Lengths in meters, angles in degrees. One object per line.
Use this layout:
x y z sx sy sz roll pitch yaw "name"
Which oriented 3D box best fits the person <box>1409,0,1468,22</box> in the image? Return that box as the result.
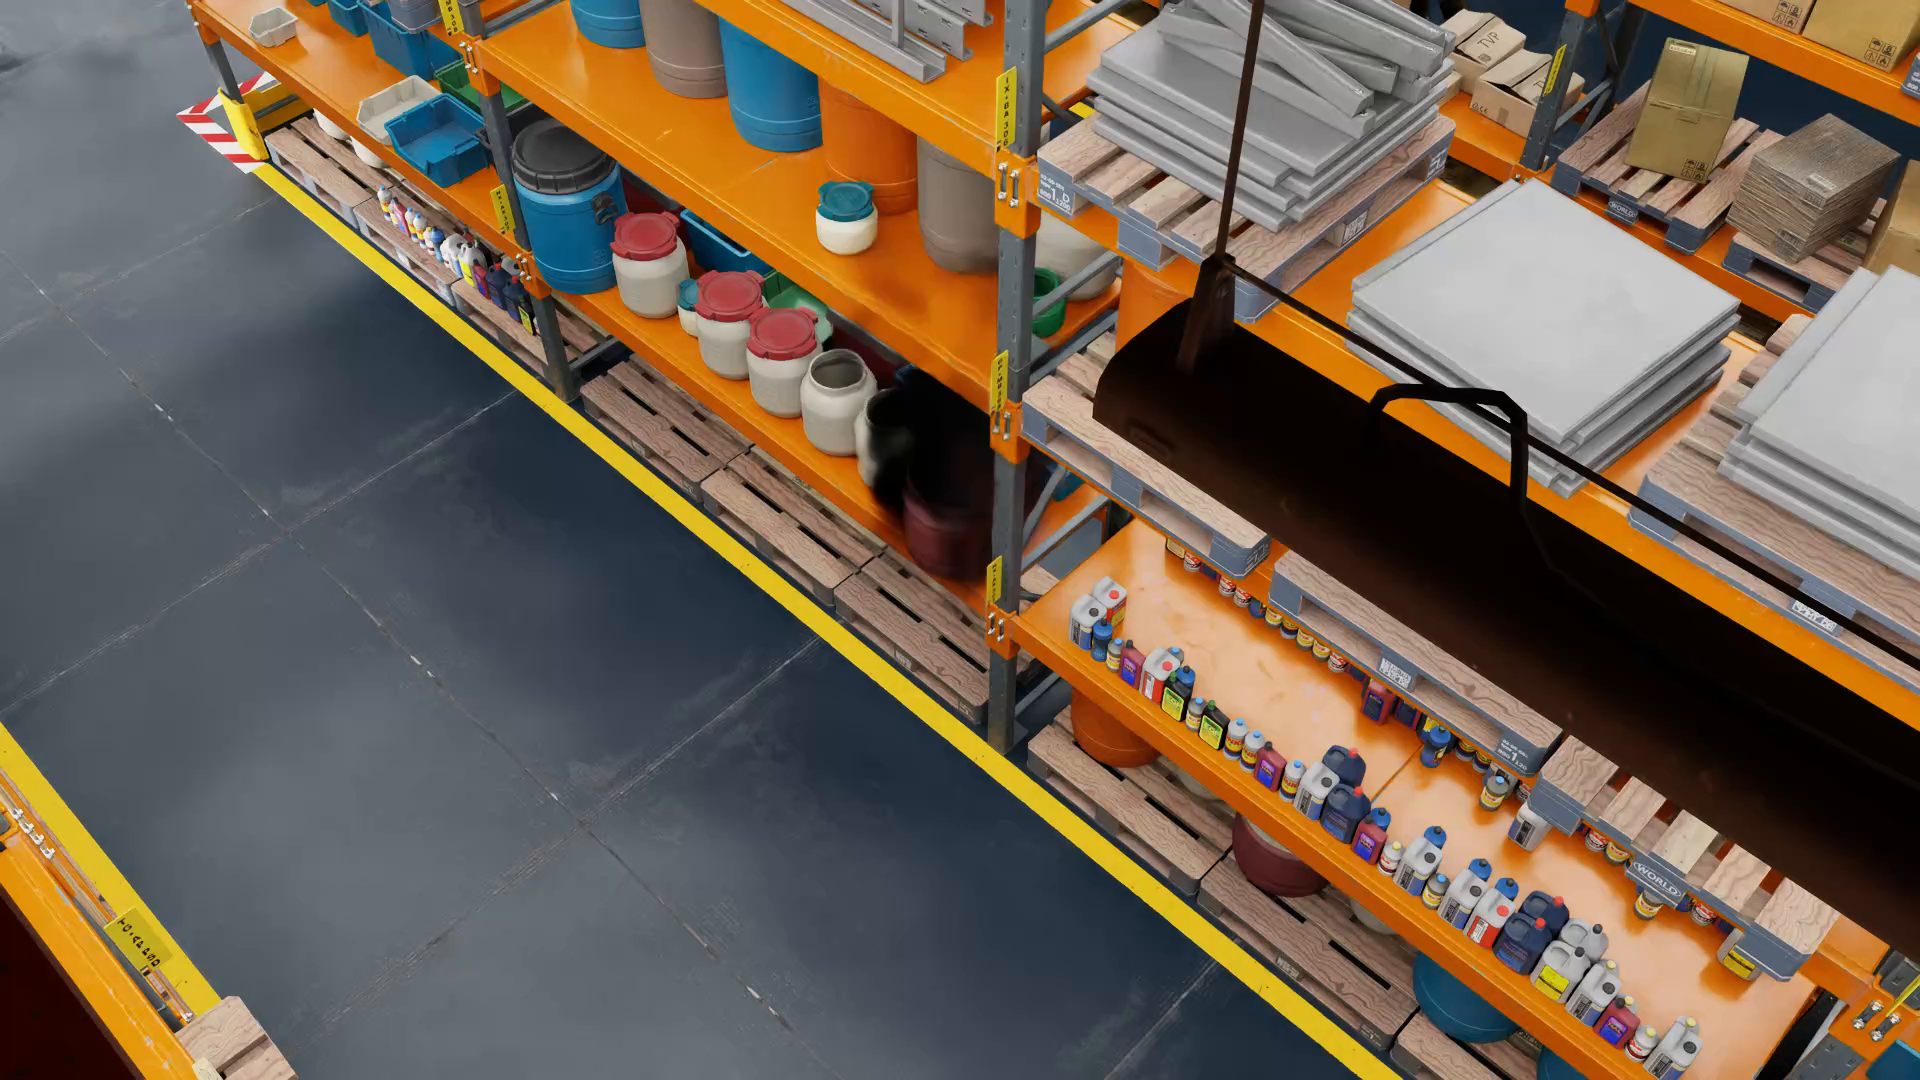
3.895 -4.696 13.166 0.855 1.847 0.672 24 54 18 "person"
